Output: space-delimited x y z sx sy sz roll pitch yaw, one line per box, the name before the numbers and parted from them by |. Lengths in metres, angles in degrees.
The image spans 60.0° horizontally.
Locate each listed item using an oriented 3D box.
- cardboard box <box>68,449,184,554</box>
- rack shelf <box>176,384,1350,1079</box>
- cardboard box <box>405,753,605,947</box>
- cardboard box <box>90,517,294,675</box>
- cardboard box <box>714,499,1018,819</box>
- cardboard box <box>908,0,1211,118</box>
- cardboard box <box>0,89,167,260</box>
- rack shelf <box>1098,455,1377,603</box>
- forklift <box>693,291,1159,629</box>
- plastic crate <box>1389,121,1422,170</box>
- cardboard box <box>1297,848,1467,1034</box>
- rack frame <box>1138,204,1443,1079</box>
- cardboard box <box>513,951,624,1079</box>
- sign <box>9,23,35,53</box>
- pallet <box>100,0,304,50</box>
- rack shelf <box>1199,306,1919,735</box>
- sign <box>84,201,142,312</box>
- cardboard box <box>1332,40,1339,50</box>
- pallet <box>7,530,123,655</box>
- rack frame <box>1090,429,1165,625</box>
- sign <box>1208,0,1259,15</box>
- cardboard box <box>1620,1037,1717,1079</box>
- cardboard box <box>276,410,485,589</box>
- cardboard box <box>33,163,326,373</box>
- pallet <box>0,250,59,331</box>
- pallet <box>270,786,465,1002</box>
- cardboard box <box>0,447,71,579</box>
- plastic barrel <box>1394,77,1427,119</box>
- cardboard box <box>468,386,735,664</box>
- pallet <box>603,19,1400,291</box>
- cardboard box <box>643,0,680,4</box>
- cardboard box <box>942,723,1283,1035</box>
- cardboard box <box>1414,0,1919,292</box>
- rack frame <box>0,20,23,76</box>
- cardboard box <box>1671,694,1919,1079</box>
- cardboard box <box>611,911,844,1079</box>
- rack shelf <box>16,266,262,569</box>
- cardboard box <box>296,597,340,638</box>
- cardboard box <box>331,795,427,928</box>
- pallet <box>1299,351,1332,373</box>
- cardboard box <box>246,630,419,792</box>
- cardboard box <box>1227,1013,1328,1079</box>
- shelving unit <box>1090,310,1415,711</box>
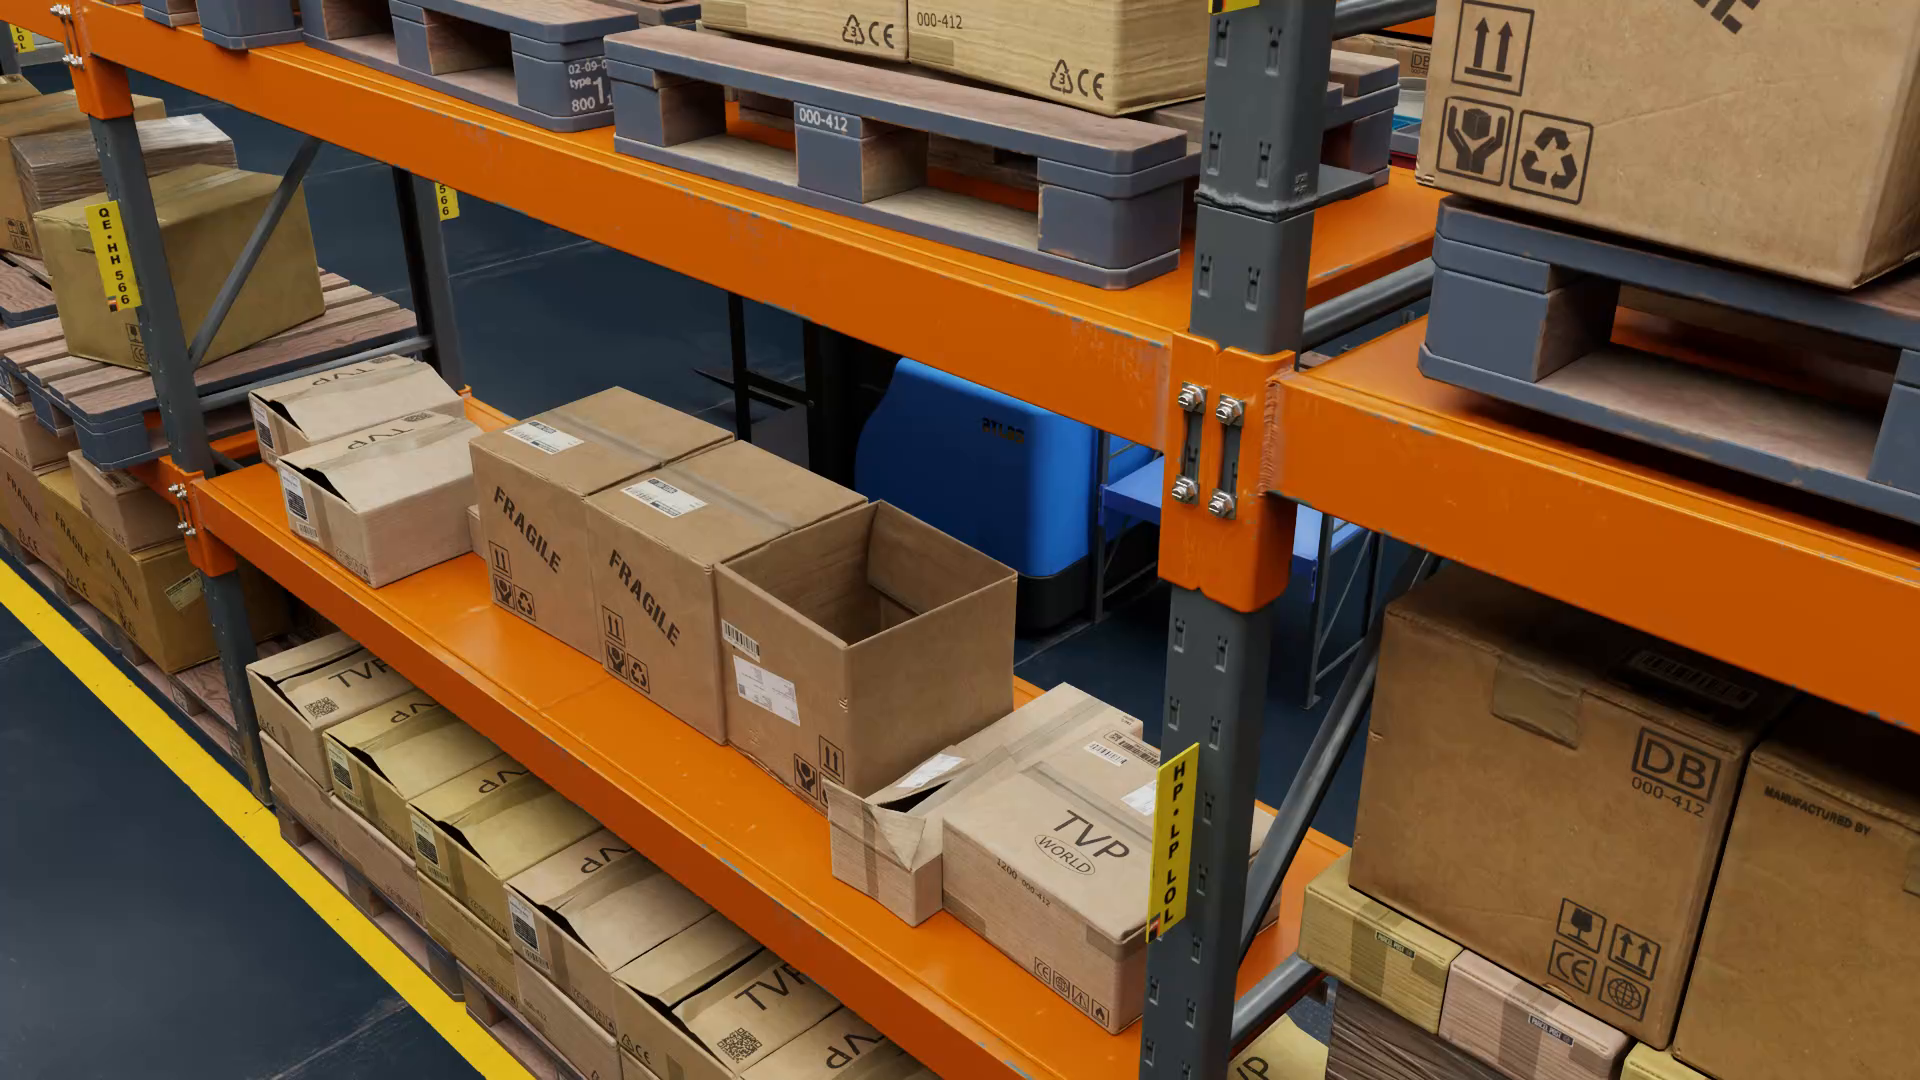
cardboard box | -3.033 -0.218 6.349 0.500 0.250 0.500 -24 36 -37
rack shelf | -0.732 0.417 4.506 4.000 0.370 1.077 25 36 38
cardboard box | -1.248 0.833 4.843 0.500 0.311 0.500 23 36 37
cardboard box | -2.990 0.131 6.491 0.500 0.500 0.500 -24 36 -37
cardboard box | -0.218 0.279 3.888 0.500 0.500 0.500 -22 35 -36
cardboard box | 0.261 -0.900 2.725 0.500 0.250 0.500 -21 34 -34
cardboard box | -3.707 -1.533 6.884 0.500 0.500 0.700 15 31 26
rack shelf | 1.114 -0.084 6.686 1.000 0.185 0.538 22 35 35
forklift | -0.479 -1.486 7.426 3.031 2.935 1.130 21 35 35
plastic crate | 2.255 -1.596 7.493 0.583 0.464 0.402 25 36 38
cardboard box | 0.750 0.572 2.634 0.250 0.149 0.380 25 36 38
rack frame | 0.694 0.752 3.098 0.127 3.000 1.000 25 36 38
cardboard box | -0.891 1.245 4.663 0.500 0.250 0.500 -24 36 -38
sign | -4.624 -2.557 8.145 0.005 0.325 0.100 25 36 38
pallet | -1.612 -1.606 4.561 1.213 0.211 1.003 -23 36 -37
rack shelf | 2.120 0.395 1.326 4.000 0.370 1.077 25 36 38
sign | -2.532 -0.848 4.980 0.005 0.325 0.100 25 36 38
cardboard box | 3.046 -3.897 13.770 0.875 0.875 1.225 23 36 37
pallet | -3.530 0.027 7.473 1.213 0.211 1.003 25 36 38
rack frame | 0.726 -0.397 6.893 0.032 1.500 0.500 22 35 35
sign | 0.321 -0.761 1.857 0.005 0.325 0.100 25 36 38
cardboard box | 1.114 0.738 2.320 0.250 0.149 0.380 23 36 37
cardboard box | -1.656 -0.158 4.923 0.500 0.311 0.500 24 36 38
cardboard box | -2.686 -0.952 5.778 0.500 0.500 0.700 12 30 22
pallet | -3.548 -1.102 6.828 1.213 0.211 1.003 25 36 38
pallet | -1.599 0.962 5.693 1.213 0.211 1.003 25 36 38
cardboard box | -3.737 -0.207 7.134 0.500 0.500 0.500 23 35 37
plastic barrel | 2.200 -1.981 8.174 0.421 0.512 0.421 0 28 0
cardboard box | -0.950 -0.056 4.526 0.500 0.500 0.500 22 35 36
pallet | 0.056 -0.775 2.983 1.217 0.209 0.805 23 35 36
cardboard box | -0.626 -1.340 3.562 0.500 0.250 0.500 21 34 34
cardboard box | 0.312 0.672 3.410 0.500 0.250 0.500 -23 35 -36
cardboard box | 0.868 -0.616 1.767 0.500 0.500 0.500 -22 35 -35
rack frame | -5.011 -1.859 8.062 0.127 3.000 1.000 25 36 38
cardboard box | 1.376 0.440 2.188 0.500 0.500 0.700 24 36 38
cardboard box | -0.525 1.166 4.210 0.500 0.311 0.500 24 36 38
rack shelf | -3.584 -0.888 6.988 4.000 0.370 1.077 25 36 38
cardboard box | -2.282 0.115 6.522 0.500 0.500 0.500 -23 36 -37
cardboard box | -1.632 0.910 5.300 0.500 0.250 0.500 23 36 37
pallet | 1.842 -0.696 8.847 1.213 0.211 1.003 25 36 38
cardboard box | -1.991 0.498 5.481 0.500 0.311 0.500 -24 36 -38
cardboard box | 0.574 1.317 3.923 0.500 0.311 0.500 25 37 39
shelving unit | 1.114 -0.244 6.602 1.048 1.500 0.538 22 35 35
